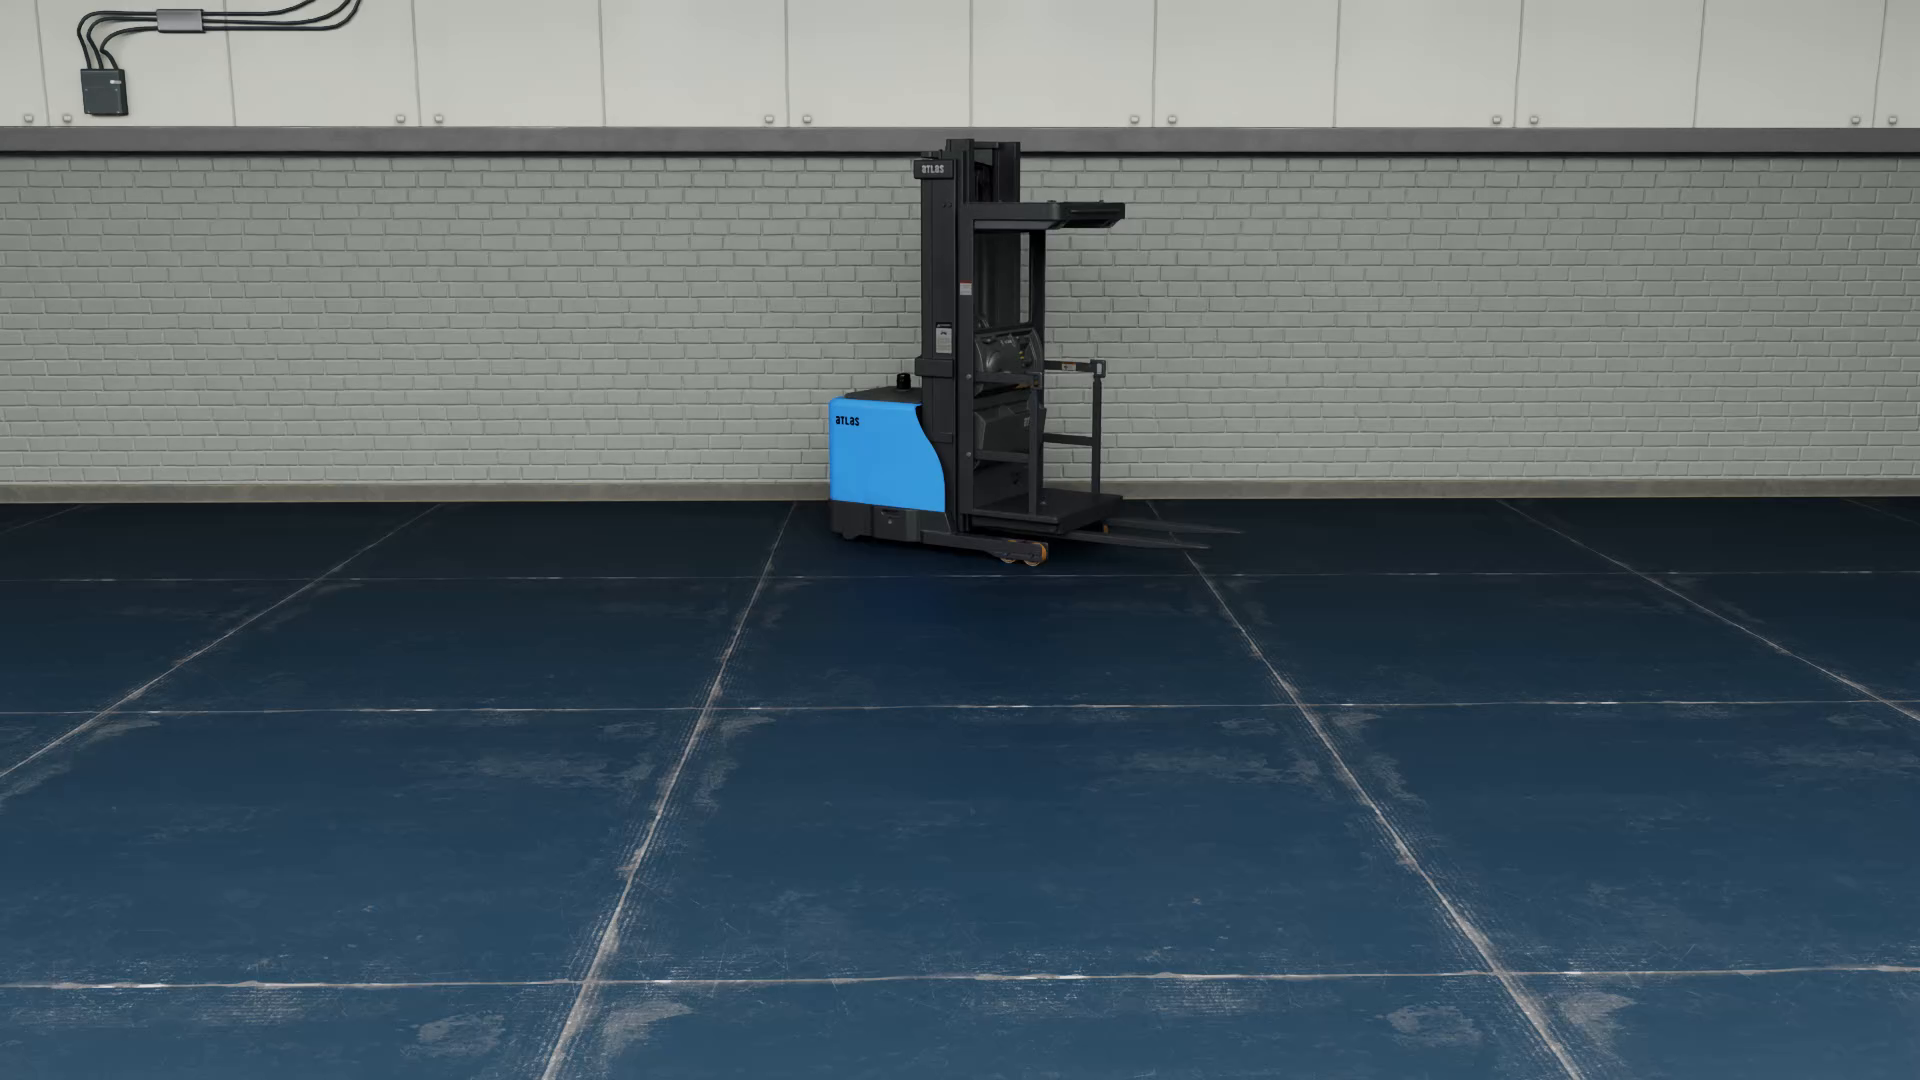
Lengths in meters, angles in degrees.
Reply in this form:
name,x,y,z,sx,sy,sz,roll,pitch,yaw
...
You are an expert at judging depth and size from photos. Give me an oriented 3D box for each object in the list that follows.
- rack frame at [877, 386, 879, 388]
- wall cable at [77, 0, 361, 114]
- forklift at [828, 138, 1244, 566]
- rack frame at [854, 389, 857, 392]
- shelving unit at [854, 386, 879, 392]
name,x,y,z,sx,sy,sz,roll,pitch,yaw
rack frame,-0.591,-0.707,13.399,0.200,1.050,0.008,10,15,43
wall cable,-5.904,-6.388,12.861,2.305,6.003,0.169,0,11,-1
forklift,0.536,-1.373,11.957,3.031,2.935,1.130,7,13,30
rack frame,-0.760,-0.672,13.226,0.200,1.050,0.008,10,15,43
shelving unit,-0.675,-0.690,13.312,0.215,1.050,0.252,10,15,43
